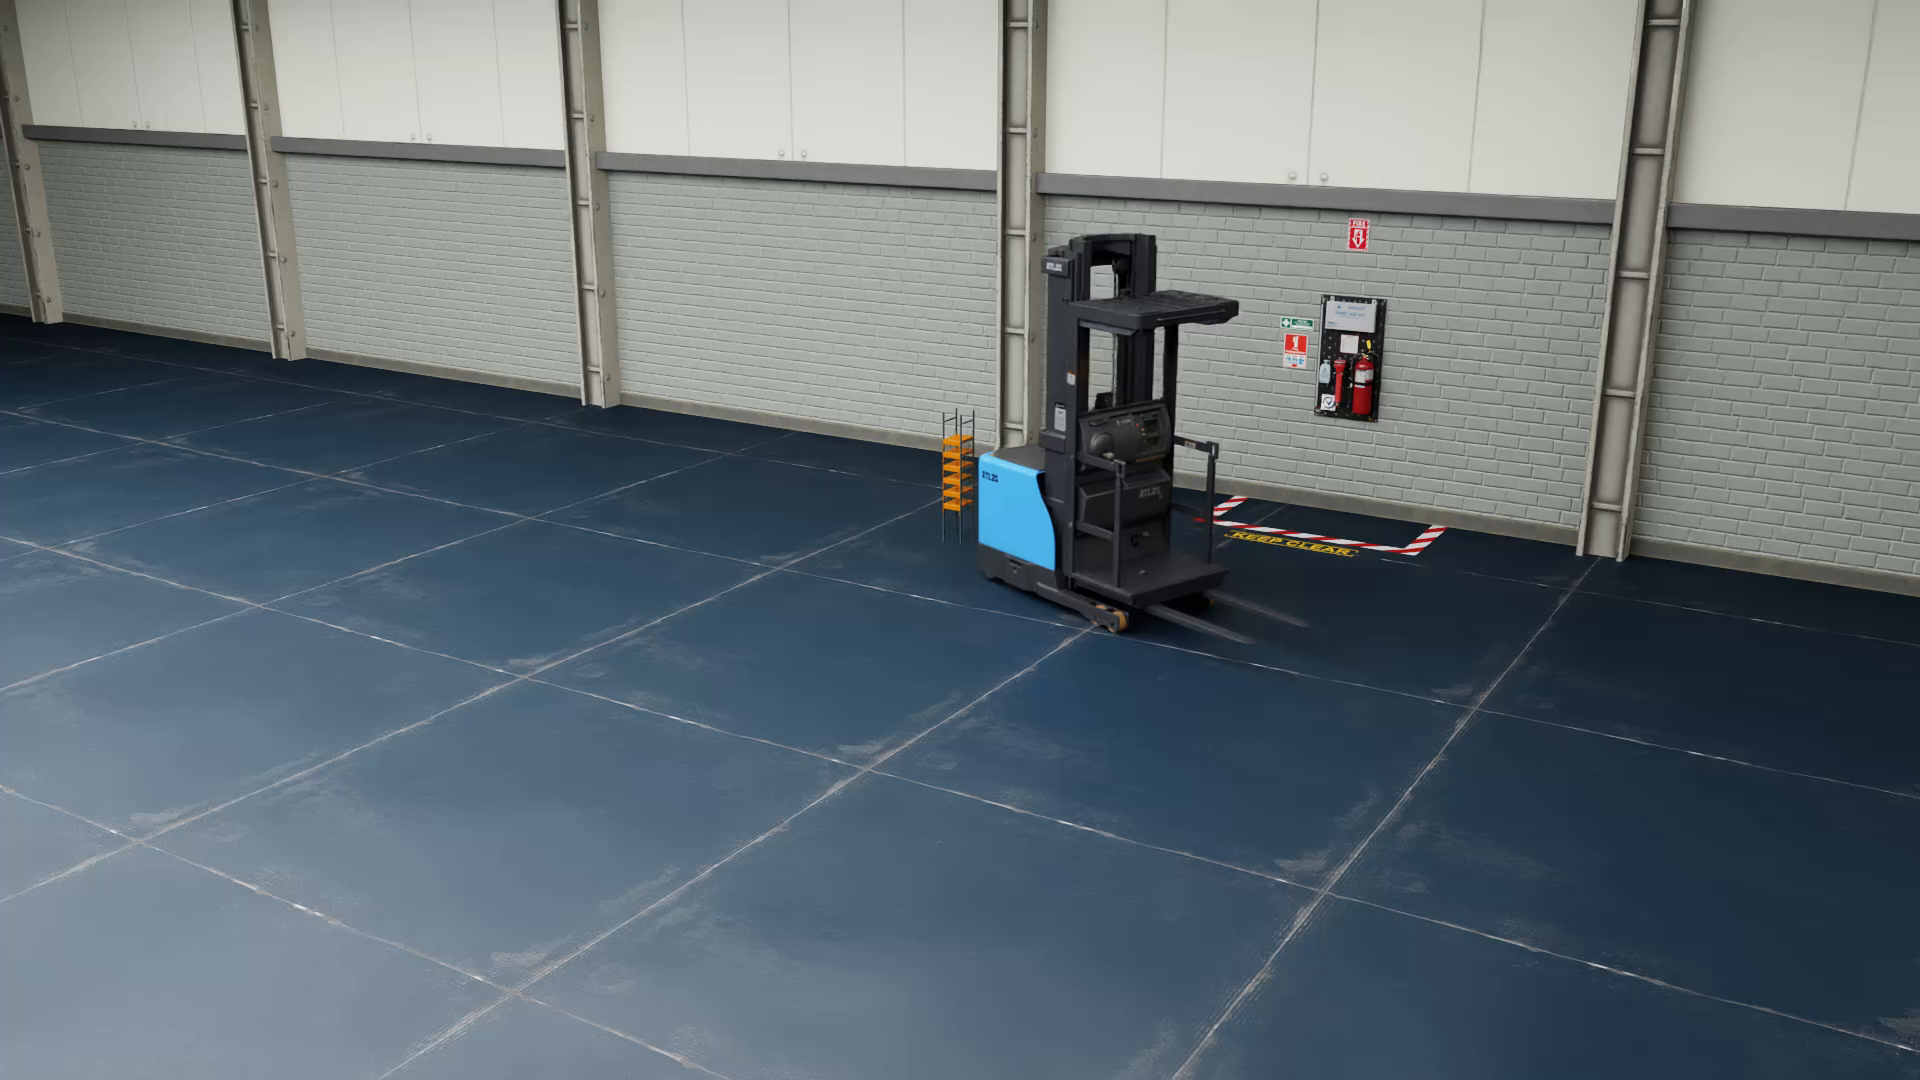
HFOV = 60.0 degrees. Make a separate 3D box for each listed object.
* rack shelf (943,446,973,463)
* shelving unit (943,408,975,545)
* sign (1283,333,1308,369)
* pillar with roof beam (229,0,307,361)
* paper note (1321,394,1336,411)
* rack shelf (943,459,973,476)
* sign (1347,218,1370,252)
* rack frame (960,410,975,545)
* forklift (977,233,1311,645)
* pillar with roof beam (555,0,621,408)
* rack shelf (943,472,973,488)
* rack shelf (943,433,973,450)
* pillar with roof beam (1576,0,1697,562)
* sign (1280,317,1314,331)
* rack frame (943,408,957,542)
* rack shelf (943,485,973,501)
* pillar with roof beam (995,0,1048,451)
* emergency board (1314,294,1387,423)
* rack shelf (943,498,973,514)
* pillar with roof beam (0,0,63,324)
[{"bbox_3d":[-0.012,-0.763,15.026,0.180,0.103,0.258,10,20,30],"label":"rack shelf"},{"bbox_3d":[-0.012,-0.576,15.083,0.189,1.200,0.258,10,20,30],"label":"shelving unit"},{"bbox_3d":[3.233,-1.823,16.030,0.234,0.329,0.001,10,20,30],"label":"sign"},{"bbox_3d":[-11.856,-5.853,19.037,0.400,9.000,9.100,10,20,30],"label":"pillar with roof beam"},{"bbox_3d":[3.535,-1.319,15.947,0.142,0.148,0.016,10,20,30],"label":"paper note"},{"bbox_3d":[-0.012,-0.649,15.061,0.180,0.103,0.258,10,20,30],"label":"rack shelf"},{"bbox_3d":[3.695,-2.832,15.422,0.199,0.298,0.001,10,20,30],"label":"sign"},{"bbox_3d":[0.066,-0.562,15.037,0.006,1.200,0.240,10,20,30],"label":"rack frame"},{"bbox_3d":[1.437,-0.845,12.988,1.130,2.935,3.031,-13,21,-36],"label":"forklift"},{"bbox_3d":[-6.743,-4.941,16.032,0.400,9.000,9.100,10,20,30],"label":"pillar with roof beam"},{"bbox_3d":[-0.012,-0.534,15.096,0.180,0.103,0.258,10,20,30],"label":"rack shelf"},{"bbox_3d":[-0.012,-0.878,14.991,0.180,0.103,0.258,10,20,30],"label":"rack shelf"},{"bbox_3d":[3.483,-3.115,10.023,0.400,9.000,9.100,10,20,30],"label":"pillar with roof beam"},{"bbox_3d":[3.232,-2.074,15.943,0.331,0.109,0.001,10,20,30],"label":"sign"},{"bbox_3d":[-0.090,-0.590,15.129,0.006,1.200,0.240,10,20,30],"label":"rack frame"},{"bbox_3d":[-0.012,-0.419,15.131,0.180,0.103,0.258,10,20,30],"label":"rack shelf"},{"bbox_3d":[-1.630,-4.028,13.028,0.400,9.000,9.100,10,20,30],"label":"pillar with roof beam"},{"bbox_3d":[3.650,-1.696,15.674,0.643,1.169,0.194,10,20,30],"label":"emergency board"},{"bbox_3d":[-0.012,-0.304,15.166,0.180,0.103,0.258,10,20,30],"label":"rack shelf"},{"bbox_3d":[-16.968,-6.766,22.041,0.400,9.000,9.100,10,20,30],"label":"pillar with roof beam"}]
